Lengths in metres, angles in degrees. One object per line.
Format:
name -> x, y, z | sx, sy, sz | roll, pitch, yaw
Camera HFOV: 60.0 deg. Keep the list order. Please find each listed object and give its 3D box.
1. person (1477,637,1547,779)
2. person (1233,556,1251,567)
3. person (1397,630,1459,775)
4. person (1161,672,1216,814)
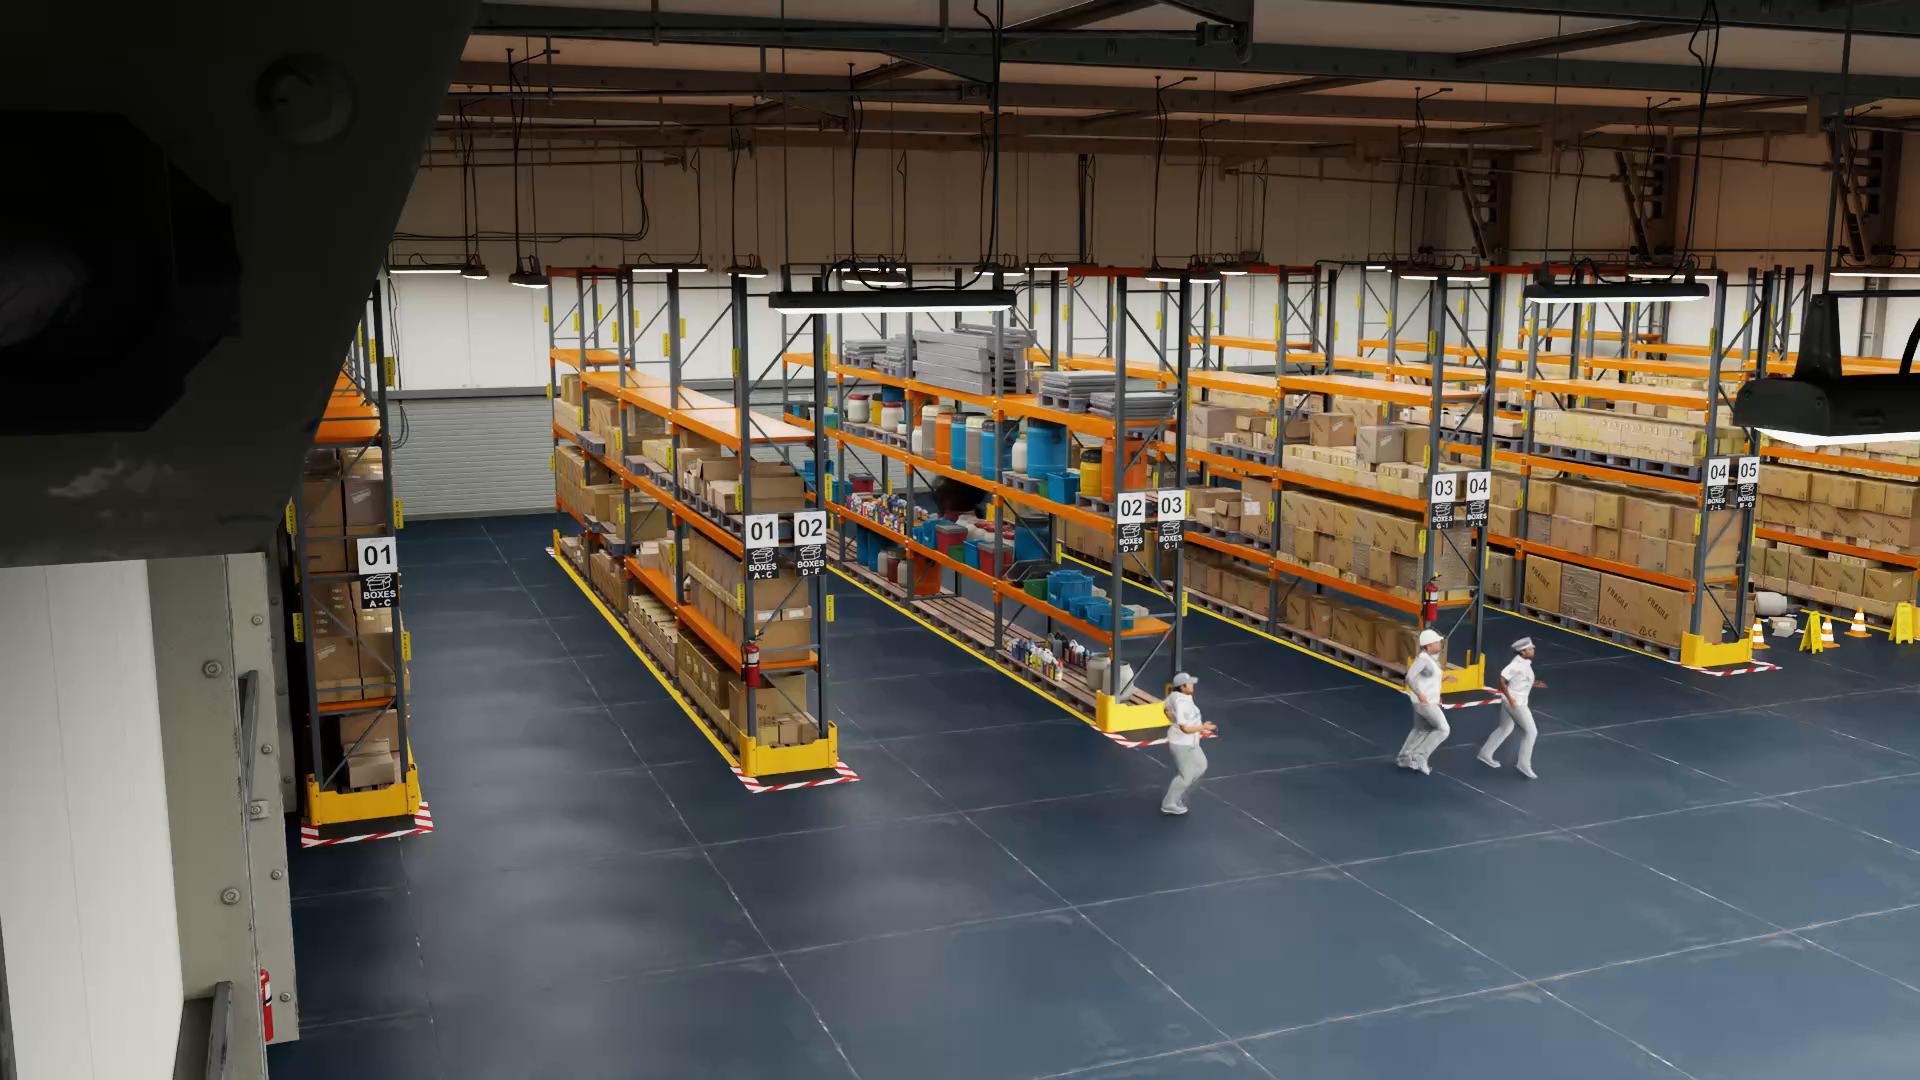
person -> 6.730, 2.014, 20.249 | 0.769, 1.754, 0.571 | 3, 10, 15
person -> 5.618, -0.153, 32.820 | 0.547, 1.597, 0.817 | -5, 11, -25
person -> 5.732, 1.971, 20.326 | 0.693, 1.779, 0.633 | 2, 10, 13
person -> 2.576, 2.295, 18.772 | 0.590, 1.647, 0.589 | 1, 10, 4
